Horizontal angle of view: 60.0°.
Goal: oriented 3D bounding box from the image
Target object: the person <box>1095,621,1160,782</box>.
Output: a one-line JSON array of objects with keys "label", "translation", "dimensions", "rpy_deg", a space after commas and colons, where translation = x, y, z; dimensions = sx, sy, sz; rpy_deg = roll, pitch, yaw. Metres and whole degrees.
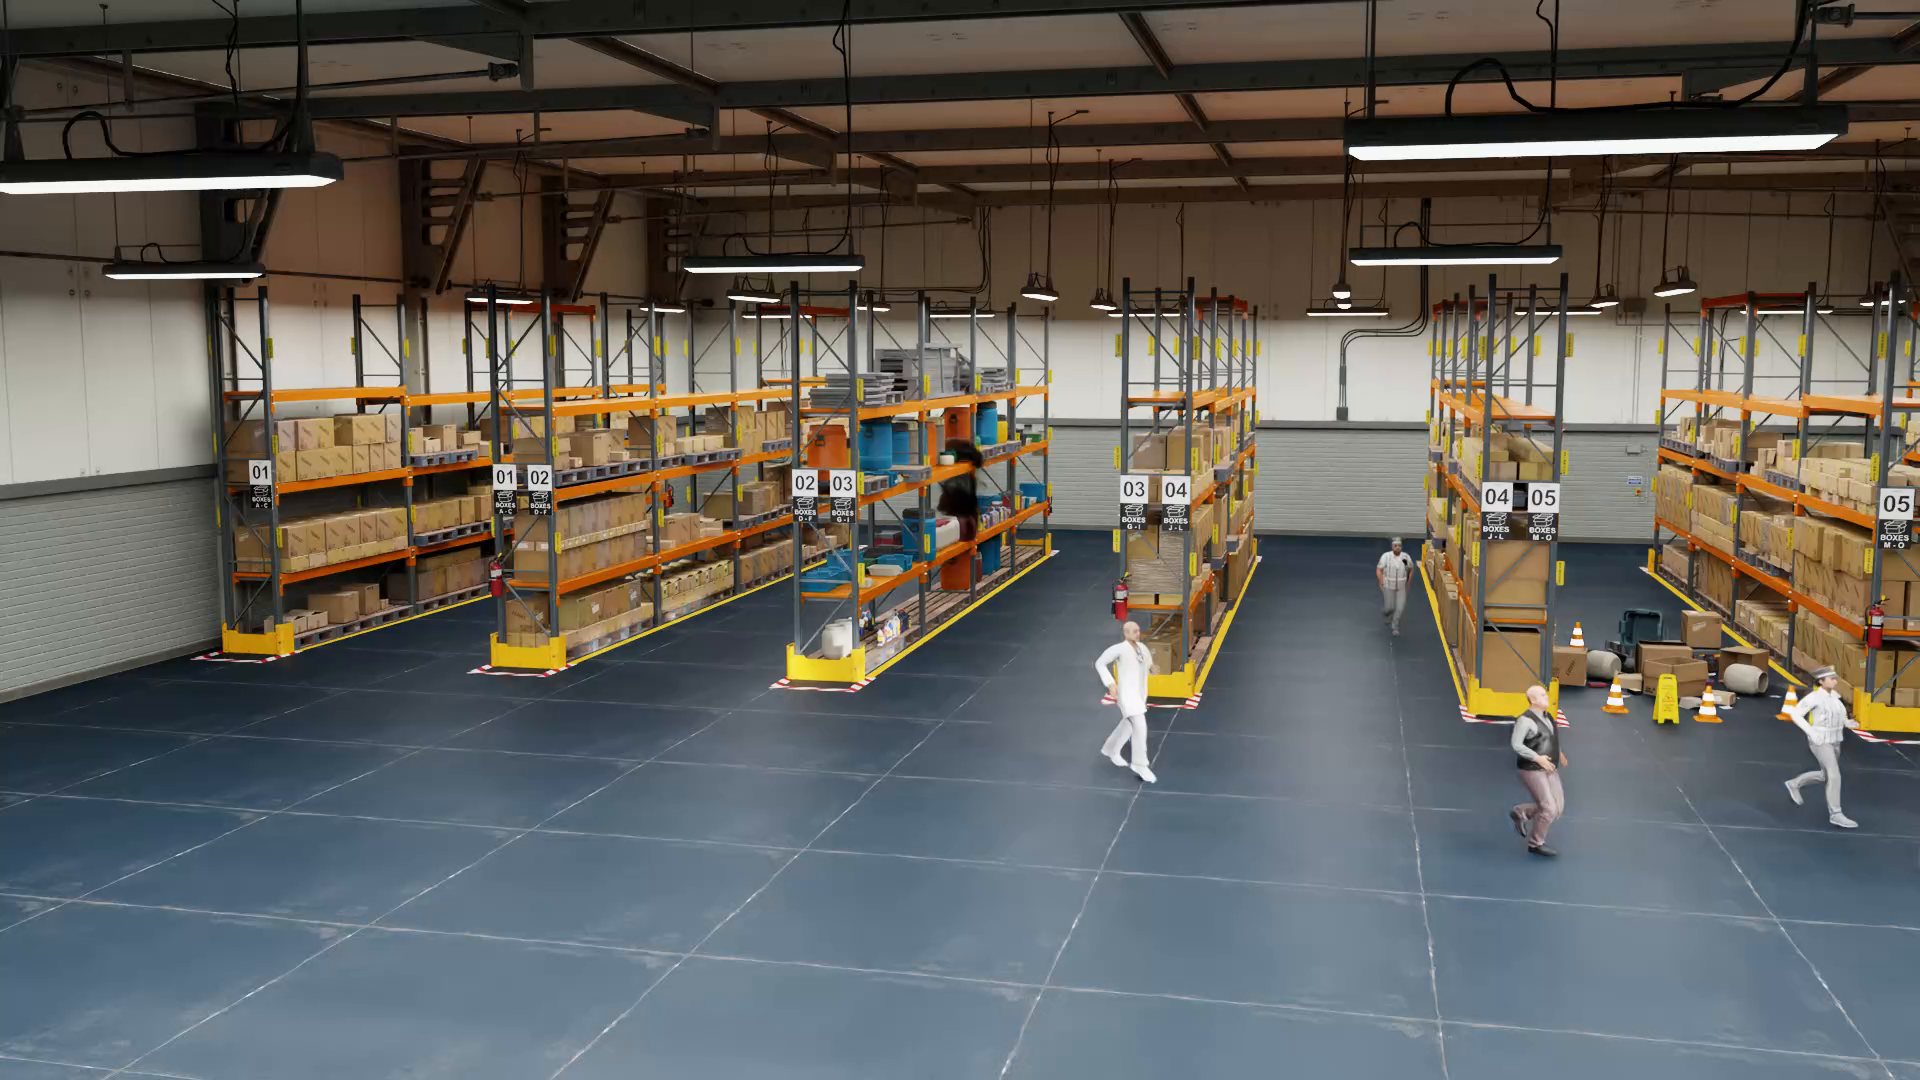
[{"label": "person", "translation": [1.997, 1.867, 19.569], "dimensions": [0.908, 1.836, 0.677], "rpy_deg": [6, 9, 41]}]

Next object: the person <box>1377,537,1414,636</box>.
[{"label": "person", "translation": [7.659, 0.792, 29.284], "dimensions": [0.650, 1.733, 0.652], "rpy_deg": [1, 7, 6]}]

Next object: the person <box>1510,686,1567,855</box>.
[{"label": "person", "translation": [5.726, 2.277, 16.553], "dimensions": [0.657, 1.671, 0.612], "rpy_deg": [-6, 9, -41]}]

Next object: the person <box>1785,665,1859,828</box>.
[{"label": "person", "translation": [9.167, 2.143, 17.631], "dimensions": [0.624, 1.660, 0.844], "rpy_deg": [-4, 8, -29]}]
